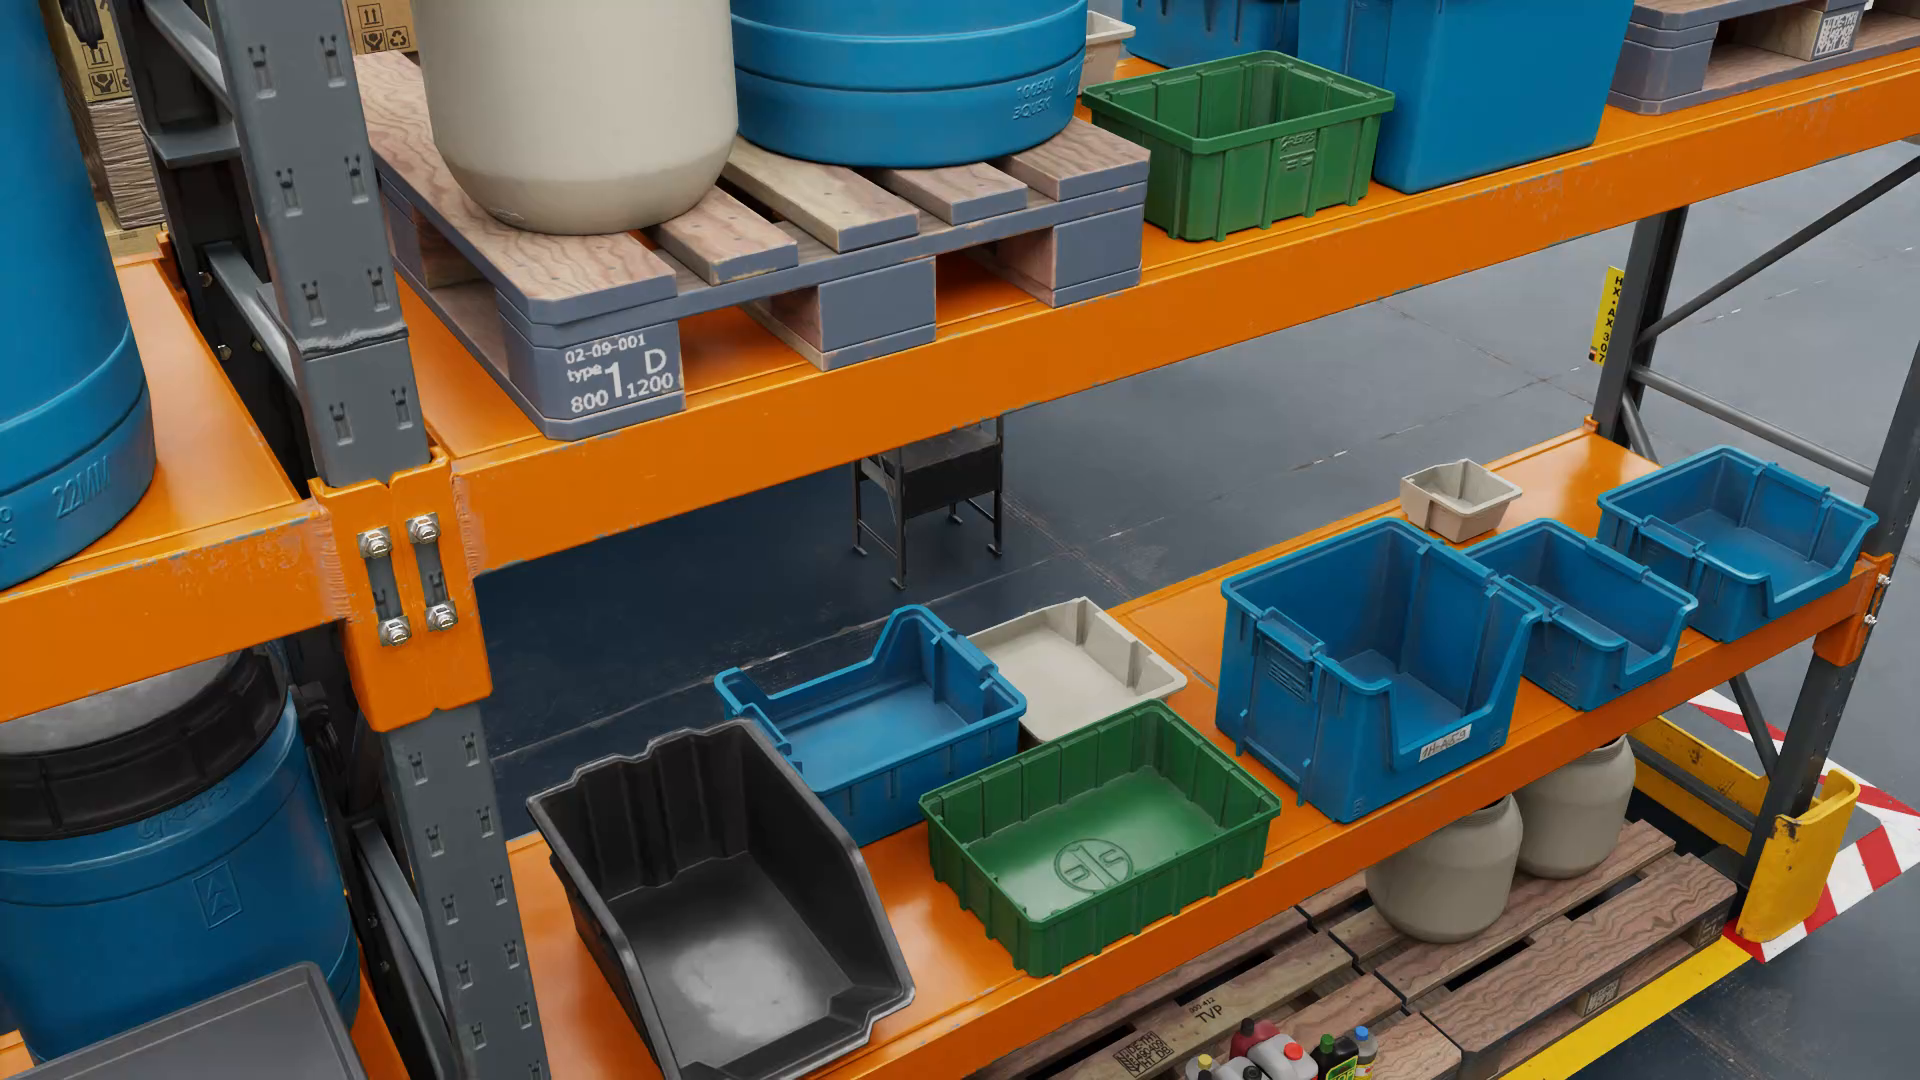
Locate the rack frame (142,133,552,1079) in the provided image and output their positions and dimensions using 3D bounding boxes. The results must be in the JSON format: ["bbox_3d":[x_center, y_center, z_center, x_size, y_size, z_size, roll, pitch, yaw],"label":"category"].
[{"bbox_3d":[-0.992,0.816,3.145,0.127,3.000,1.000,-19,37,-27],"label":"rack frame"}]

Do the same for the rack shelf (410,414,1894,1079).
[{"bbox_3d":[0.689,0.542,4.253,4.000,0.370,1.077,-19,37,-27],"label":"rack shelf"}]

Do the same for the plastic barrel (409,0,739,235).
[{"bbox_3d":[-0.524,-0.714,2.260,0.421,0.512,0.421,0,32,0],"label":"plastic barrel"}]

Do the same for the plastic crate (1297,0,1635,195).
[{"bbox_3d":[0.930,-0.916,3.094,0.575,0.384,0.392,-19,37,-27],"label":"plastic crate"}]

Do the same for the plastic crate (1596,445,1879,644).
[{"bbox_3d":[2.111,0.002,4.575,0.616,0.251,0.499,-19,37,-27],"label":"plastic crate"}]

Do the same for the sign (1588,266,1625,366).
[{"bbox_3d":[2.076,-0.705,5.297,0.005,0.325,0.100,-19,37,-27],"label":"sign"}]

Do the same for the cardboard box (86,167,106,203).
[{"bbox_3d":[-3.654,-1.493,7.040,0.250,0.149,0.380,-19,37,-27],"label":"cardboard box"}]

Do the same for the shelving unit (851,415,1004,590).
[{"bbox_3d":[-0.139,-0.840,6.614,0.503,2.100,0.431,-19,37,-27],"label":"shelving unit"}]

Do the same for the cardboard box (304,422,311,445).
[{"bbox_3d":[-2.840,-0.792,7.643,0.500,0.500,0.500,-8,33,-12],"label":"cardboard box"}]

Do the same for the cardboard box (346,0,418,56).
[{"bbox_3d":[-2.320,-2.302,6.777,0.500,0.500,0.500,-19,37,-27],"label":"cardboard box"}]

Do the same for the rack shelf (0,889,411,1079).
[{"bbox_3d":[-2.673,1.698,2.420,4.000,0.370,1.077,-19,37,-27],"label":"rack shelf"}]

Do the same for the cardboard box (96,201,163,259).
[{"bbox_3d":[-3.332,-1.226,6.618,0.250,0.149,0.380,-19,37,-27],"label":"cardboard box"}]

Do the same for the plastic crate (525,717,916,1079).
[{"bbox_3d":[-0.483,0.748,3.311,0.504,0.338,0.767,-19,37,-27],"label":"plastic crate"}]

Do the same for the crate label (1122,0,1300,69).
[{"bbox_3d":[0.618,-1.153,3.594,0.408,0.251,0.502,-19,37,-27],"label":"crate label"}]

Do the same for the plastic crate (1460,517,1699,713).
[{"bbox_3d":[1.562,0.187,4.282,0.408,0.251,0.499,-19,37,-27],"label":"plastic crate"}]

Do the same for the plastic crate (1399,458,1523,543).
[{"bbox_3d":[1.443,-0.114,4.867,0.250,0.136,0.298,-19,37,-27],"label":"plastic crate"}]

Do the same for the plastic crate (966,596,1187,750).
[{"bbox_3d":[0.236,0.345,4.139,0.437,0.136,0.530,-19,37,-27],"label":"plastic crate"}]

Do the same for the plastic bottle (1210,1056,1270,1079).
[{"bbox_3d":[0.721,1.454,4.274,0.135,0.276,0.152,-20,37,-29],"label":"plastic bottle"}]

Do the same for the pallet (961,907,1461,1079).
[{"bbox_3d":[0.621,1.465,4.729,1.213,0.211,1.003,-19,37,-27],"label":"pallet"}]

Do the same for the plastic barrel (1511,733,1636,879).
[{"bbox_3d":[1.858,0.759,5.174,0.421,0.512,0.421,0,32,0],"label":"plastic barrel"}]

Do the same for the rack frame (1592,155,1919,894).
[{"bbox_3d":[2.370,-0.340,4.978,0.127,3.000,1.000,-19,37,-27],"label":"rack frame"}]

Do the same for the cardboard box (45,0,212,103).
[{"bbox_3d":[-3.160,-2.012,6.318,0.500,0.500,0.500,-19,37,-27],"label":"cardboard box"}]

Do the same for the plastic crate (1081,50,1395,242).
[{"bbox_3d":[0.482,-0.697,2.931,0.450,0.188,0.336,-19,37,-27],"label":"plastic crate"}]

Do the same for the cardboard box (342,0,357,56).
[{"bbox_3d":[-2.740,-2.157,6.549,0.500,0.500,0.500,-19,37,-27],"label":"cardboard box"}]

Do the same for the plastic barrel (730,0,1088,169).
[{"bbox_3d":[-0.097,-1.082,2.479,0.708,0.901,0.600,-19,37,-27],"label":"plastic barrel"}]

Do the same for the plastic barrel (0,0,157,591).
[{"bbox_3d":[-1.302,-0.420,1.823,0.708,0.901,0.600,-19,37,-27],"label":"plastic barrel"}]

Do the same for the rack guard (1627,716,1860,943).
[{"bbox_3d":[2.332,0.760,5.576,0.348,0.500,1.175,-19,37,-27],"label":"rack guard"}]

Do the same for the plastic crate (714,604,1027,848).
[{"bbox_3d":[-0.209,0.437,3.885,0.616,0.251,0.499,-19,37,-27],"label":"plastic crate"}]

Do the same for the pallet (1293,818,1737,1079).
[{"bbox_3d":[1.646,1.115,5.285,1.213,0.211,1.003,-19,37,-27],"label":"pallet"}]

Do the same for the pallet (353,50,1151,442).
[{"bbox_3d":[-0.439,-0.625,2.795,1.003,0.211,1.213,-19,37,-27],"label":"pallet"}]

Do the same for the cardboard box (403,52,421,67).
[{"bbox_3d":[-2.459,-1.994,7.227,0.500,0.500,0.875,-19,37,-27],"label":"cardboard box"}]

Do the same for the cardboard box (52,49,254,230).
[{"bbox_3d":[-3.264,-1.675,6.722,0.500,0.500,0.875,-19,37,-27],"label":"cardboard box"}]

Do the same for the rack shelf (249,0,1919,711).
[{"bbox_3d":[0.689,-0.726,3.453,4.000,0.370,1.077,-19,37,-27],"label":"rack shelf"}]

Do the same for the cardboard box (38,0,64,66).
[{"bbox_3d":[-3.446,-2.249,6.695,0.500,0.500,0.500,-19,37,-27],"label":"cardboard box"}]

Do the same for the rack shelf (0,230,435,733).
[{"bbox_3d":[-2.673,0.430,1.620,4.000,0.370,1.077,-19,37,-27],"label":"rack shelf"}]

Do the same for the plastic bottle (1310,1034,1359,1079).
[{"bbox_3d":[0.976,1.392,4.365,0.133,0.283,0.061,-18,36,-26],"label":"plastic bottle"}]

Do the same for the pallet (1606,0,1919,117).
[{"bbox_3d":[1.622,-1.334,3.918,1.213,0.211,1.003,-19,37,-27],"label":"pallet"}]

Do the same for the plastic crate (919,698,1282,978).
[{"bbox_3d":[0.302,0.640,3.623,0.662,0.188,0.450,-19,37,-27],"label":"plastic crate"}]

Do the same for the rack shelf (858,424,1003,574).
[{"bbox_3d":[-0.139,-0.237,6.995,0.480,0.518,0.431,-19,37,-27],"label":"rack shelf"}]

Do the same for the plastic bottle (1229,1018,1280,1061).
[{"bbox_3d":[0.779,1.363,4.411,0.133,0.283,0.061,-19,37,-27],"label":"plastic bottle"}]

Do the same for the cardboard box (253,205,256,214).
[{"bbox_3d":[-2.920,-1.377,6.857,0.250,0.149,0.380,-19,37,-27],"label":"cardboard box"}]

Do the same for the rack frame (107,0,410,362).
[{"bbox_3d":[-0.992,-1.721,1.544,0.127,3.000,1.000,-19,37,-27],"label":"rack frame"}]

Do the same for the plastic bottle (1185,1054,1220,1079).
[{"bbox_3d":[0.637,1.435,4.374,0.097,0.201,0.097,0,32,0],"label":"plastic bottle"}]

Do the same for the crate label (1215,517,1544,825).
[{"bbox_3d":[0.970,0.298,3.933,0.616,0.435,0.502,-19,37,-27],"label":"crate label"}]

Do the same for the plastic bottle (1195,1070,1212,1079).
[{"bbox_3d":[0.584,1.472,4.176,0.185,0.351,0.144,-17,36,-25],"label":"plastic bottle"}]

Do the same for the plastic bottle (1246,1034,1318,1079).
[{"bbox_3d":[0.837,1.414,4.338,0.135,0.276,0.152,-19,37,-27],"label":"plastic bottle"}]

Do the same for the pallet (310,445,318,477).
[{"bbox_3d":[-3.130,-0.436,7.743,1.213,0.211,1.003,-19,37,-27],"label":"pallet"}]

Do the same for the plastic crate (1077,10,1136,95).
[{"bbox_3d":[0.138,-0.986,3.438,0.396,0.136,0.243,-19,37,-27],"label":"plastic crate"}]

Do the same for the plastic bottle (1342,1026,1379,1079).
[{"bbox_3d":[1.064,1.385,4.454,0.097,0.201,0.097,0,32,0],"label":"plastic bottle"}]

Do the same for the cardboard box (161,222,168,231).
[{"bbox_3d":[-3.115,-1.292,6.723,0.250,0.149,0.380,-19,37,-27],"label":"cardboard box"}]

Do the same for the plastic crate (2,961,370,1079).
[{"bbox_3d":[-1.233,1.066,2.688,0.583,0.464,0.402,-19,37,-27],"label":"plastic crate"}]

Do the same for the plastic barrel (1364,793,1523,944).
[{"bbox_3d":[1.437,0.904,4.944,0.421,0.512,0.421,0,32,0],"label":"plastic barrel"}]

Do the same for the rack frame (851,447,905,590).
[{"bbox_3d":[-0.344,-0.770,6.502,0.015,2.100,0.400,-19,37,-27],"label":"rack frame"}]

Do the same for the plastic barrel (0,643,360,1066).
[{"bbox_3d":[-1.481,0.580,3.049,0.708,0.901,0.600,-19,37,-27],"label":"plastic barrel"}]

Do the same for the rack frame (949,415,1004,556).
[{"bbox_3d":[0.066,-0.911,6.726,0.015,2.100,0.400,-19,37,-27],"label":"rack frame"}]

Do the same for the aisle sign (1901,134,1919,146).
[{"bbox_3d":[2.591,-1.327,4.106,0.004,0.787,0.394,-19,37,-27],"label":"aisle sign"}]
